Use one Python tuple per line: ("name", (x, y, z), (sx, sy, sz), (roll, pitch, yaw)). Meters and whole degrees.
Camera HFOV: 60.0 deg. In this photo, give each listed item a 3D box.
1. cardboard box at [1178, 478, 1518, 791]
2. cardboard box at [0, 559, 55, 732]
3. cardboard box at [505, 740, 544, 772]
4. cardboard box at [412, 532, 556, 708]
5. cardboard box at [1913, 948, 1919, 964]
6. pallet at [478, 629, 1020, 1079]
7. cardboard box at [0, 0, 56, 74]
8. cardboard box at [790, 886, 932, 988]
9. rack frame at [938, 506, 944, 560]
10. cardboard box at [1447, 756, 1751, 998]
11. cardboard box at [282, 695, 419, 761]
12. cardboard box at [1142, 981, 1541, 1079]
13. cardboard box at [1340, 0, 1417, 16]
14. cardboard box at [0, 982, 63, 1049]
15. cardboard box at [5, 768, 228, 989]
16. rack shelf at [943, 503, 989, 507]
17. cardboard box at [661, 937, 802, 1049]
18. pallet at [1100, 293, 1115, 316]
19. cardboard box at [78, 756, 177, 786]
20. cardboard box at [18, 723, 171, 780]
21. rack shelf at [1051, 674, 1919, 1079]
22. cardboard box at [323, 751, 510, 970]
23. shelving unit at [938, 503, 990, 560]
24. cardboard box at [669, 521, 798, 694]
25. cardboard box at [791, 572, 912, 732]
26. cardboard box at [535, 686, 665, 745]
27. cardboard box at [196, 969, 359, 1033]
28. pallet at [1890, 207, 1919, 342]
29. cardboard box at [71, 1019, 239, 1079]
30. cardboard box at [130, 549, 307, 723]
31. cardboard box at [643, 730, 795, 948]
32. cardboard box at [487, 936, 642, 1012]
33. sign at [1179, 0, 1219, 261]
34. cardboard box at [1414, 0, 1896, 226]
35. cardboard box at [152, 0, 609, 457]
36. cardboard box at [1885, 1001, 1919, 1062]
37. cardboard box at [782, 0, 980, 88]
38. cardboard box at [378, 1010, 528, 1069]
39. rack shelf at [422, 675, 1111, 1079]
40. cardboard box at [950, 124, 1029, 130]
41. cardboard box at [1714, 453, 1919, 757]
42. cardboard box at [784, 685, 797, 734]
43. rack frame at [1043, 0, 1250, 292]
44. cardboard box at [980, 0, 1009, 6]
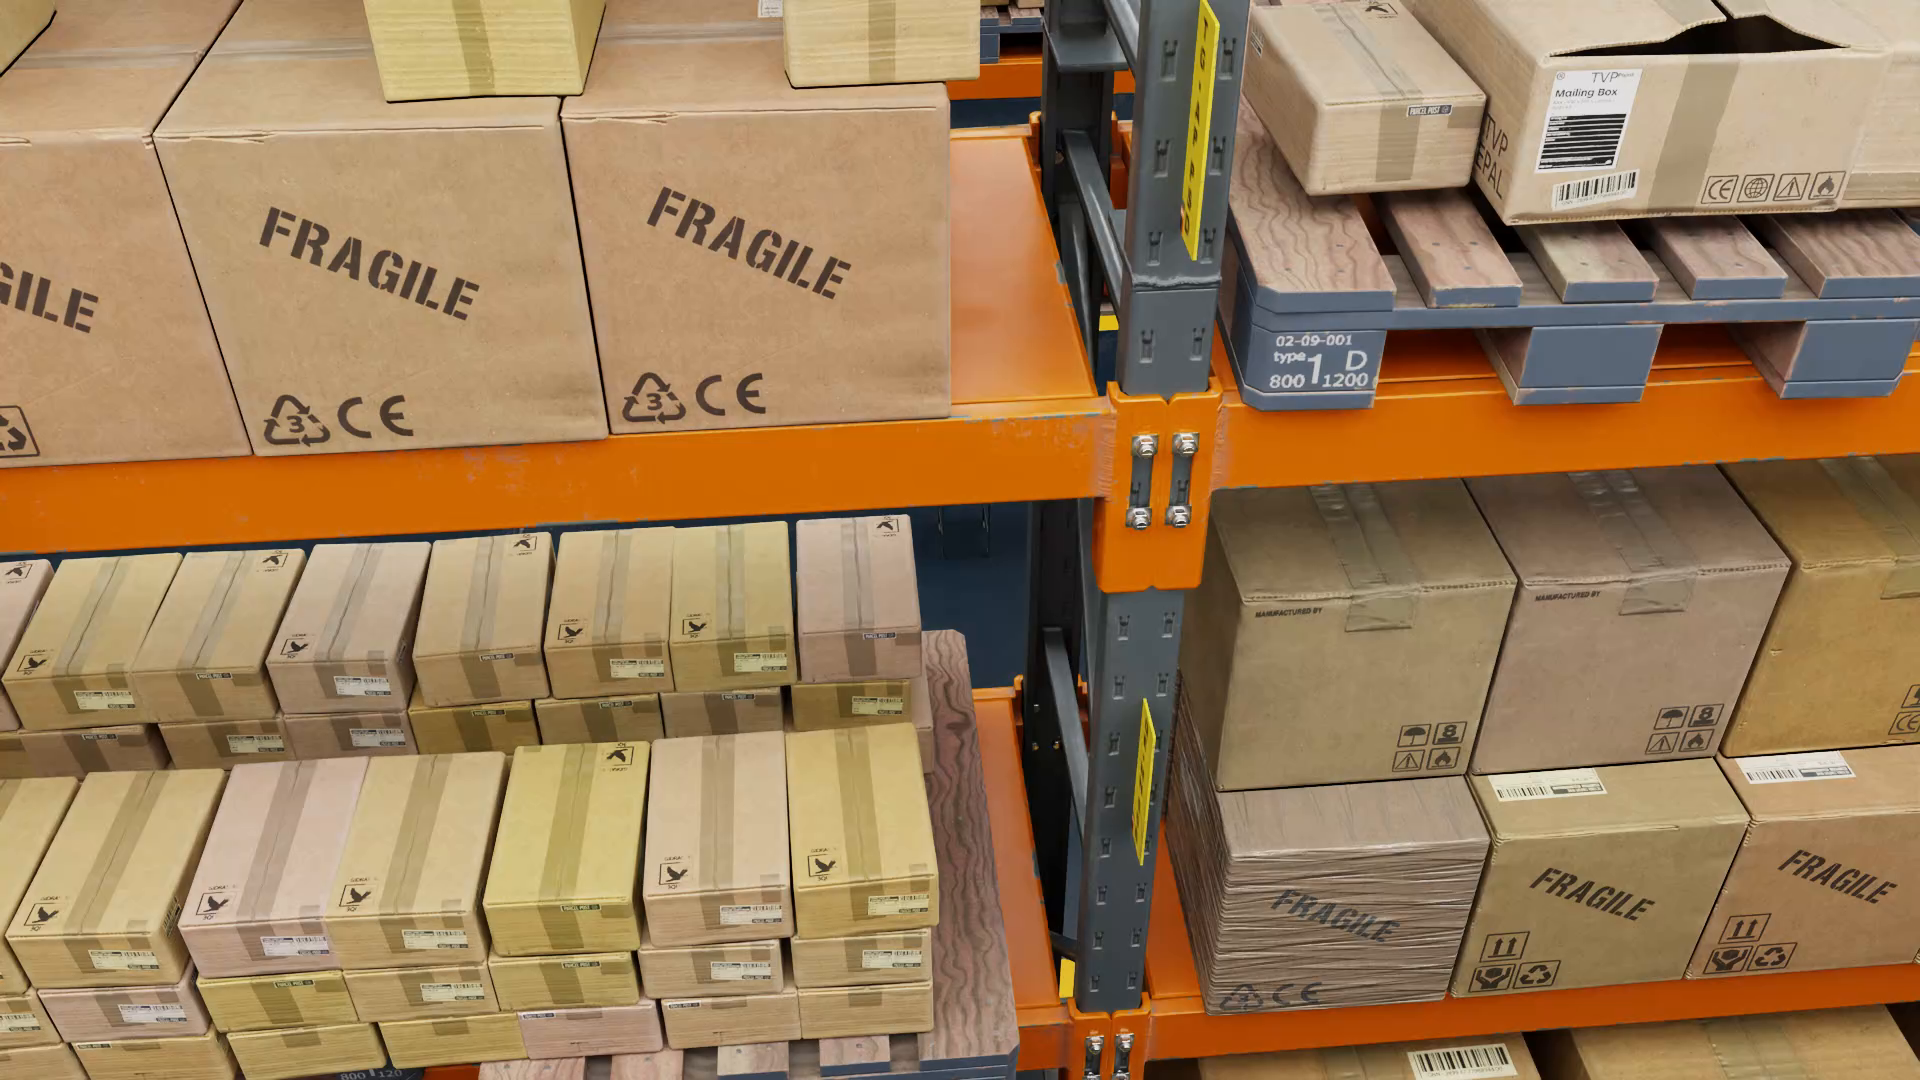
("cardboard box", (0.711, 0.065, 3.358), (0.500, 0.500, 0.700), (-3, 38, -4))
("cardboard box", (-2.040, 0.222, 3.431), (0.250, 0.149, 0.380), (-5, 39, -6))
("cardboard box", (-1.005, 0.395, 3.692), (0.250, 0.149, 0.380), (-1, 38, -2))
("cardboard box", (-0.991, 0.163, 3.506), (0.250, 0.149, 0.380), (-5, 39, -6))
("cardboard box", (2.239, 0.535, 3.569), (0.500, 0.500, 0.500), (-4, 38, -4))
("pallet", (-0.437, 0.696, 3.602), (1.003, 0.211, 1.213), (-3, 38, -4))
("cardboard box", (-1.396, -0.736, 2.141), (0.258, 0.266, 0.396), (-3, 38, -4))
("cardboard box", (-0.189, 0.640, 3.140), (0.250, 0.149, 0.380), (-2, 38, -3))
("rack frame", (-0.077, -0.467, 6.373), (0.006, 1.200, 0.240), (-3, 38, -4))
("cardboard box", (1.240, 0.589, 3.502), (0.500, 0.500, 0.500), (-3, 38, -4))
("cardboard box", (-1.271, 0.295, 3.578), (0.250, 0.149, 0.380), (-3, 38, -4))
("cardboard box", (0.877, 1.256, 4.214), (0.750, 0.750, 1.050), (-4, 38, -5))
("cardboard box", (0.840, -0.943, 2.871), (0.250, 0.166, 0.380), (-3, 38, -4))
("cardboard box", (-1.731, 0.727, 3.031), (0.250, 0.149, 0.380), (-4, 38, -5))
("cardboard box", (-1.473, 0.595, 2.958), (0.250, 0.149, 0.380), (-1, 38, -2))
("rack shelf", (0.014, -0.249, 6.556), (0.180, 0.103, 0.258), (-3, 38, -4))
("cardboard box", (-0.435, 0.772, 3.213), (0.250, 0.149, 0.380), (-3, 38, -4))
("pallet", (0.502, -1.480, 8.456), (1.213, 0.211, 1.003), (-3, 38, -4))
("cardboard box", (-1.780, 0.437, 3.639), (0.250, 0.149, 0.380), (-4, 38, -5))
("cardboard box", (-1.787, 0.324, 3.542), (0.250, 0.149, 0.380), (-2, 38, -2))
("rack shelf", (2.255, 0.688, 4.037), (4.000, 0.370, 1.077), (-3, 38, -4))
("cardboard box", (-0.961, 0.569, 2.991), (0.250, 0.149, 0.380), (-2, 38, -3))
("shelving unit", (0.014, -0.472, 6.379), (0.189, 1.200, 0.258), (-3, 38, -4))
("cardboard box", (-0.482, 0.138, 3.537), (0.250, 0.149, 0.380), (-4, 38, -5))
("cardboard box", (-0.236, 0.235, 3.654), (0.250, 0.149, 0.380), (-2, 38, -2))
("cardboard box", (-0.772, 0.268, 3.613), (0.250, 0.149, 0.380), (-4, 38, -5))
("cardboard box", (-1.214, 0.698, 3.068), (0.250, 0.149, 0.380), (-3, 38, -4))
("pallet", (2.013, -0.719, 2.971), (1.213, 0.211, 1.003), (-1, 38, -2))
("cardboard box", (-1.466, 0.827, 3.144), (0.250, 0.149, 0.380), (-2, 38, -3))
("cardboard box", (-1.524, 0.195, 3.465), (0.250, 0.149, 0.380), (-2, 38, -3))
("cardboard box", (-0.435, 0.538, 3.030), (0.250, 0.149, 0.380), (-4, 38, -5))
("cardboard box", (-0.716, 0.672, 3.100), (0.250, 0.149, 0.380), (-2, 38, -3))
("sign", (0.309, -0.530, 2.161), (0.005, 0.325, 0.100), (-3, 38, -4))
("cardboard box", (1.003, -0.735, 2.491), (0.500, 0.311, 0.500), (-3, 38, -4))
("cardboard box", (-0.780, -0.478, 2.432), (0.500, 0.500, 0.500), (-3, 38, -4))
("cardboard box", (2.676, 1.154, 4.342), (0.750, 0.750, 1.050), (-3, 38, -4))
("cardboard box", (-0.117, -0.819, 2.247), (0.258, 0.266, 0.396), (-3, 38, -4))
("cardboard box", (-0.940, 0.798, 3.181), (0.250, 0.149, 0.380), (-4, 38, -5))
("rack shelf", (-1.729, 0.908, 3.759), (4.000, 0.370, 1.077), (-3, 38, -4))
("cardboard box", (0.288, -1.691, 8.254), (0.625, 0.372, 0.950), (-6, 39, -7))
("cardboard box", (1.726, 0.007, 3.431), (0.500, 0.500, 0.700), (-4, 38, -5))
("cardboard box", (-0.468, 0.364, 3.731), (0.250, 0.149, 0.380), (-1, 38, -2))
("rack frame", (0.263, -1.840, 1.817), (0.127, 3.000, 1.000), (-3, 38, -4))
("cardboard box", (0.064, -2.502, 7.364), (0.250, 0.149, 0.380), (-5, 39, -7))
